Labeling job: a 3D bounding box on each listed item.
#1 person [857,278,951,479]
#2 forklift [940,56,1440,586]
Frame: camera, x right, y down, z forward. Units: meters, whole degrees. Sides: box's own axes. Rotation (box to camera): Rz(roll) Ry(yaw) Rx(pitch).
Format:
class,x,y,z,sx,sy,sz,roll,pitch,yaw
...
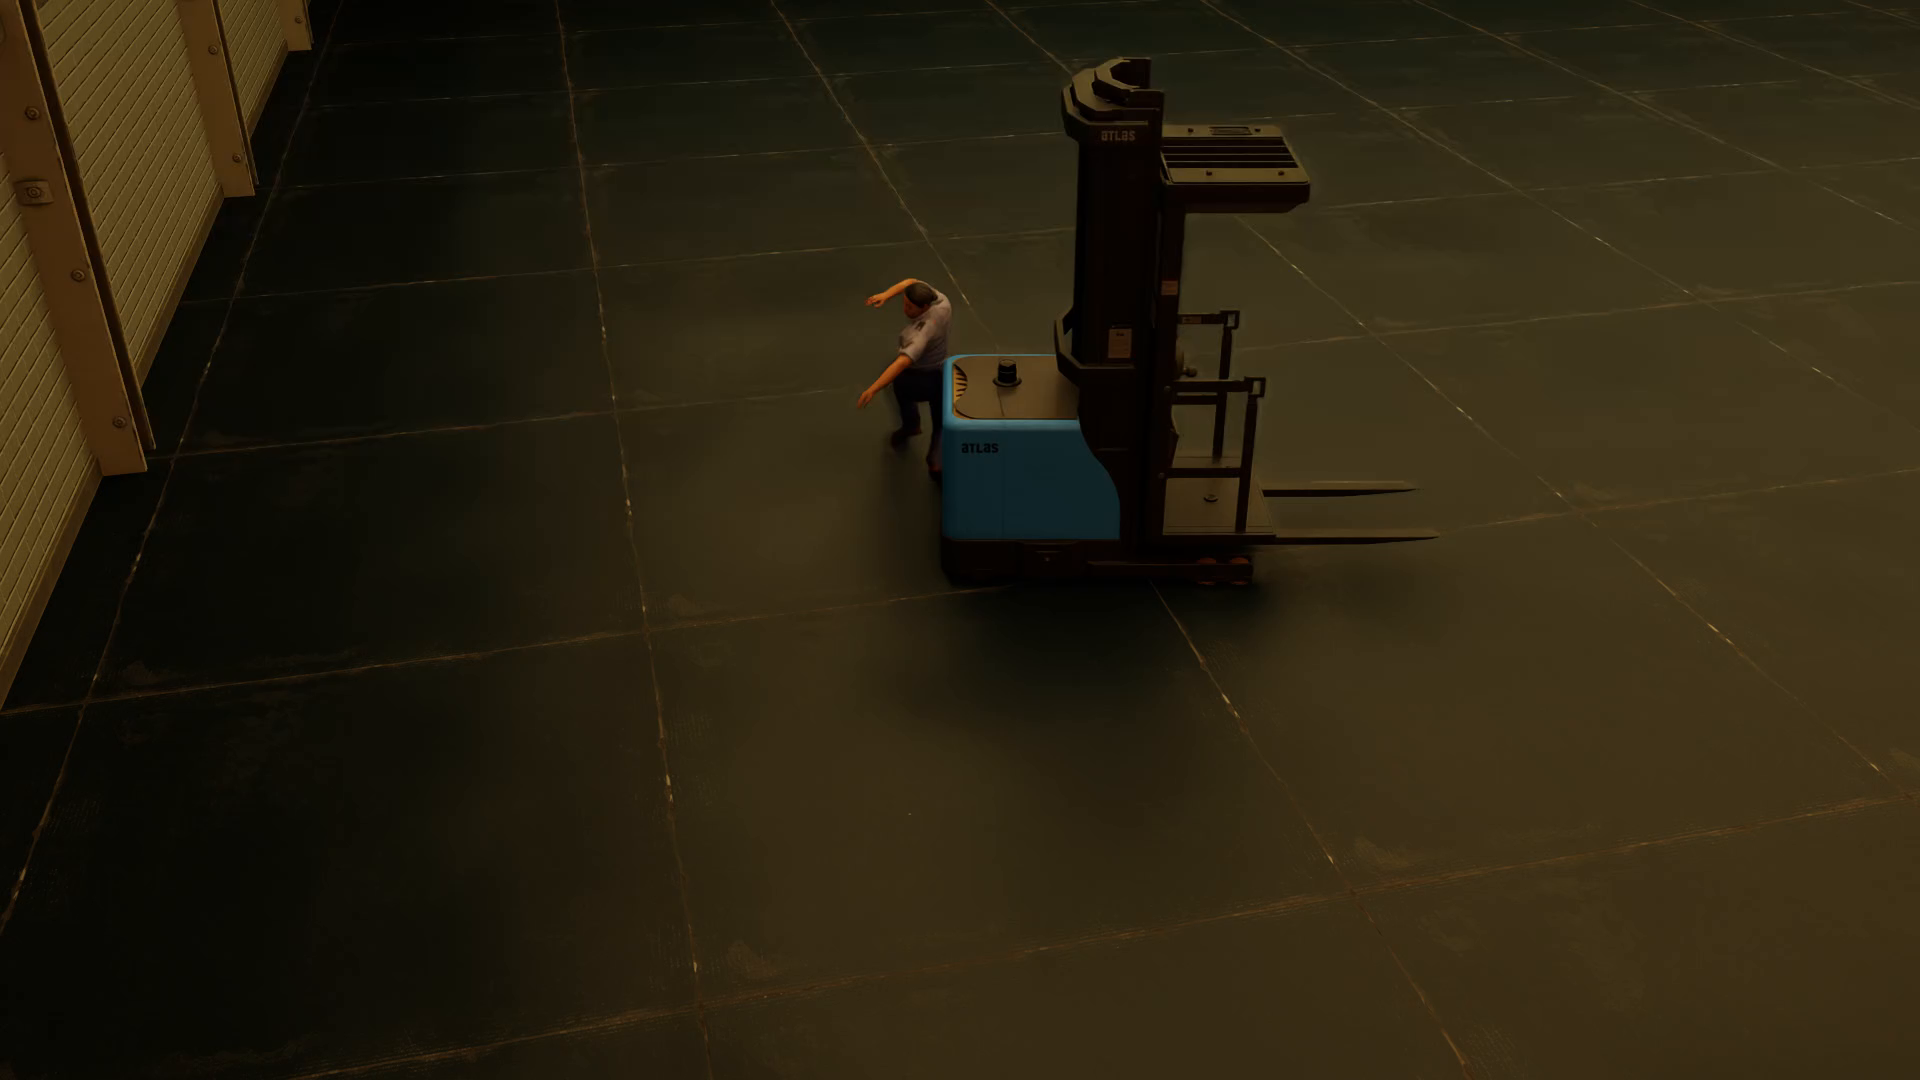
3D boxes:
class,x,y,z,sx,sy,sz,roll,pitch,yaw
person,-0.409,-1.082,11.016,0.842,1.368,0.944,-13,33,-21
forklift,1.397,-1.261,9.753,3.031,2.935,1.130,0,30,0
